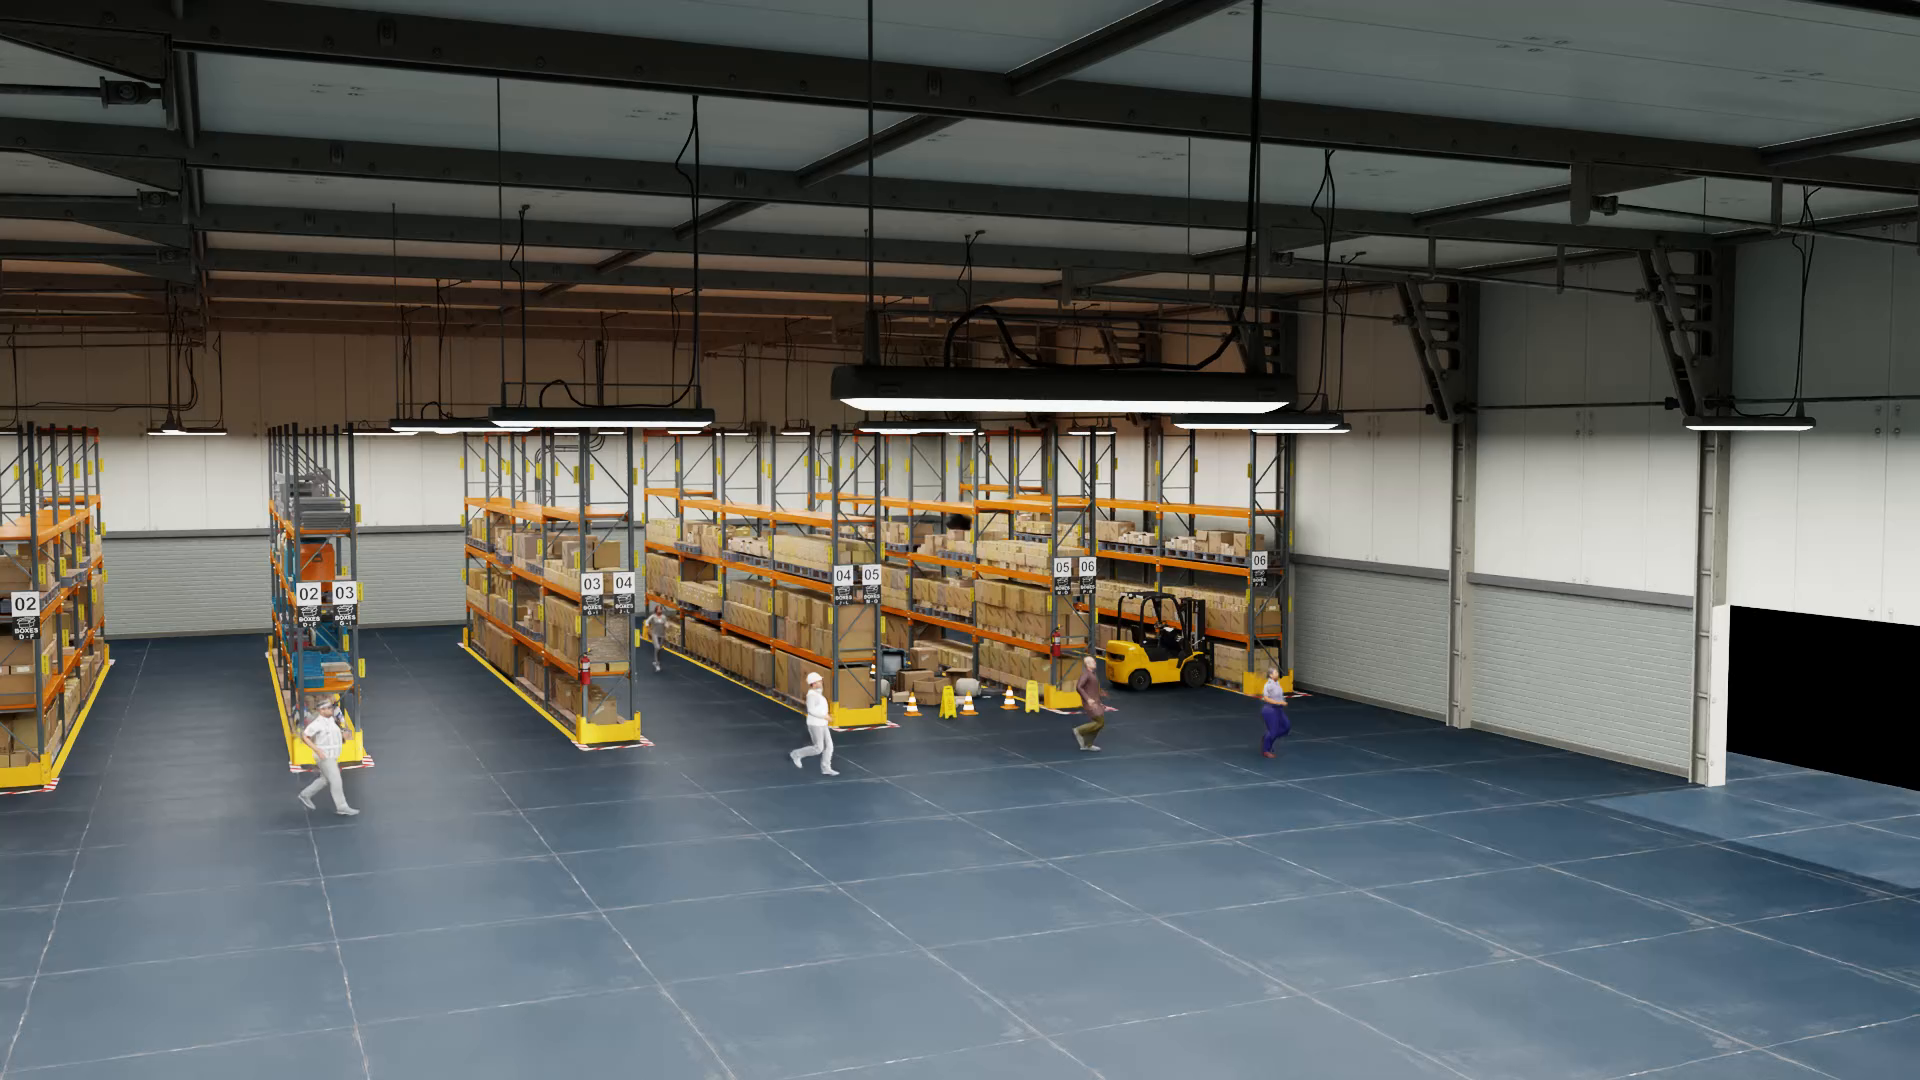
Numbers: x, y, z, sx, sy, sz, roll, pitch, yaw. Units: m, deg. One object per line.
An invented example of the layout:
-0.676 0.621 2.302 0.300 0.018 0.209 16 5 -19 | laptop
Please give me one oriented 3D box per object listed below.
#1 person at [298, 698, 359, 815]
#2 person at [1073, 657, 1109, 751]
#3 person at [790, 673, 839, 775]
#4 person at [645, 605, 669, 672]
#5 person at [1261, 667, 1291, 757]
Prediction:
-9.595 3.273 25.222 0.968 1.762 0.667 0 3 0 | person
2.408 2.998 30.444 0.633 1.733 0.707 1 4 14 | person
-2.466 3.128 28.247 0.831 1.758 0.670 0 4 6 | person
-7.449 2.419 41.012 0.523 1.647 0.739 -2 4 -30 | person
5.662 3.102 29.846 0.522 1.596 0.657 2 4 32 | person
